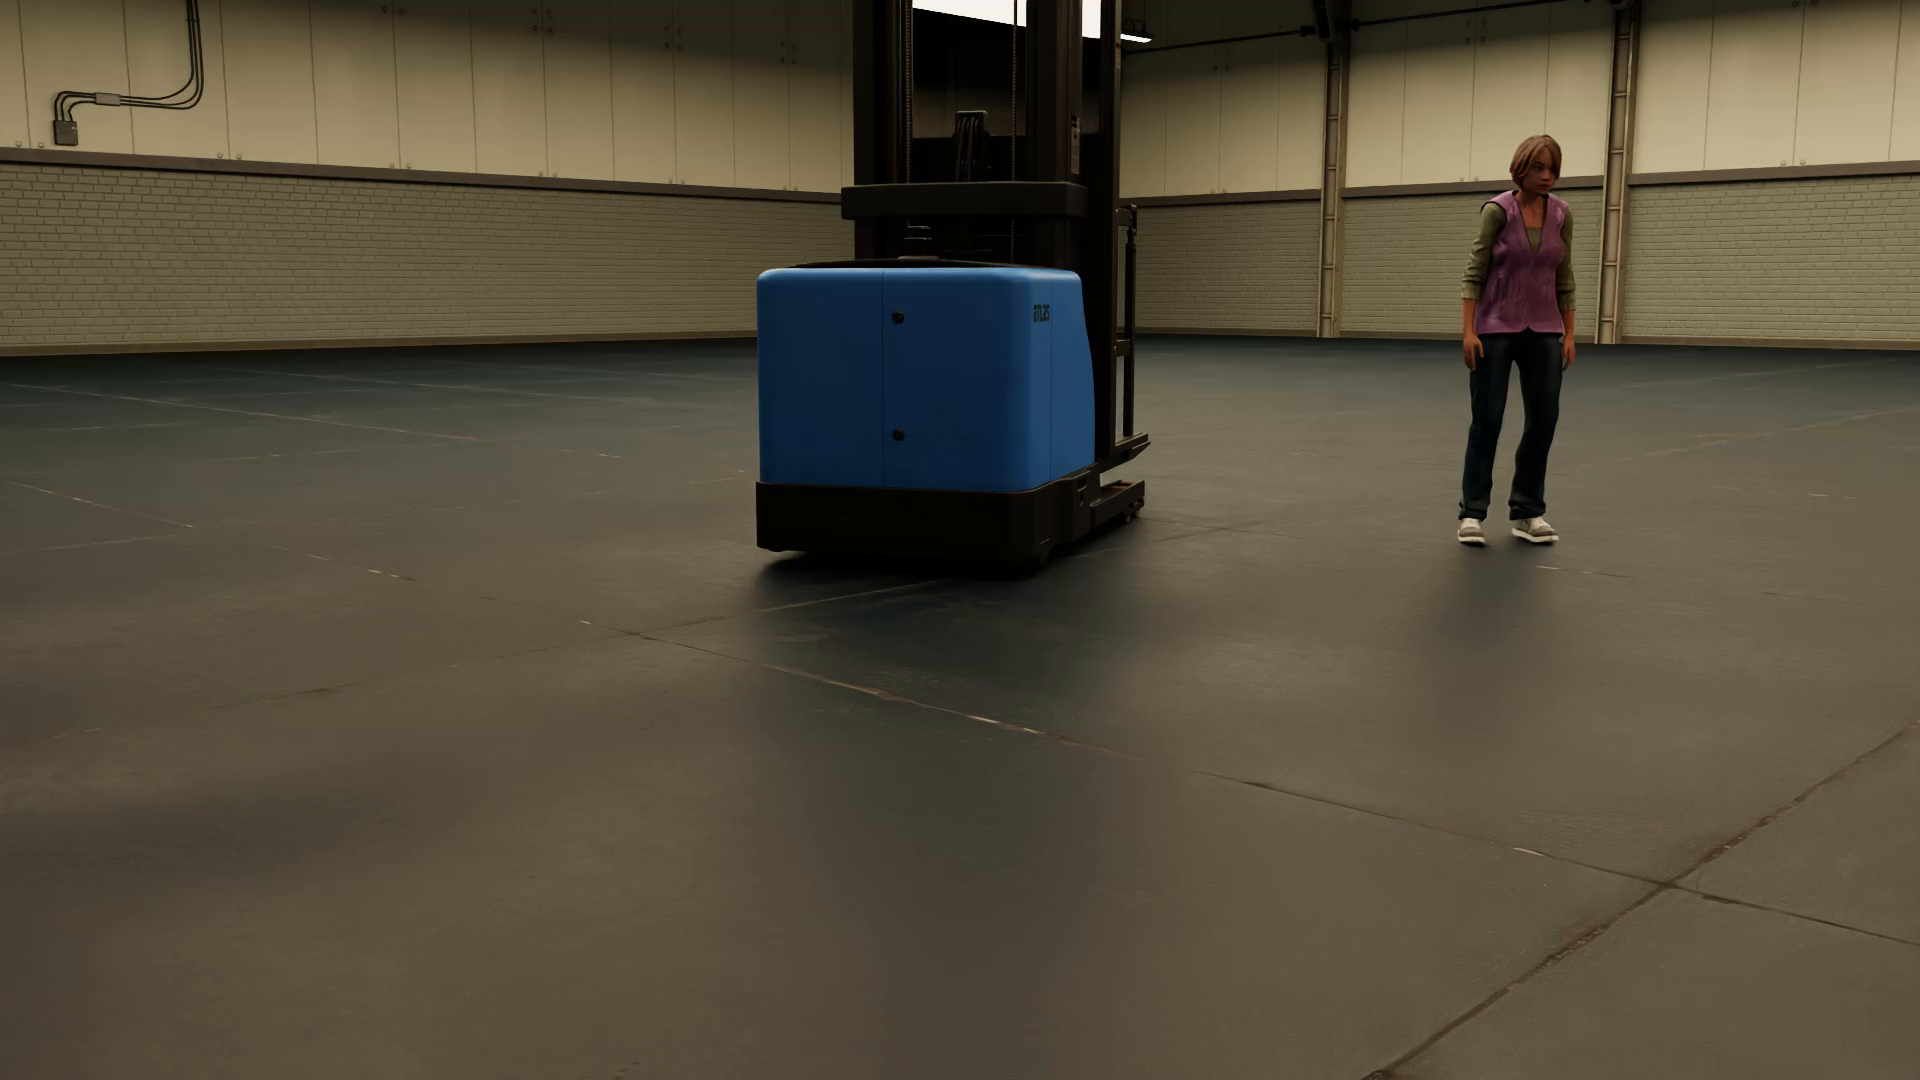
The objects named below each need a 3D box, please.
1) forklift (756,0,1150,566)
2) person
[{"bbox_3d":[0.192,-1.538,7.089,1.130,2.935,3.031,3,9,18],"label":"forklift"},{"bbox_3d":[2.215,-0.785,6.593,0.465,1.590,0.348,0,9,-3],"label":"person"}]
